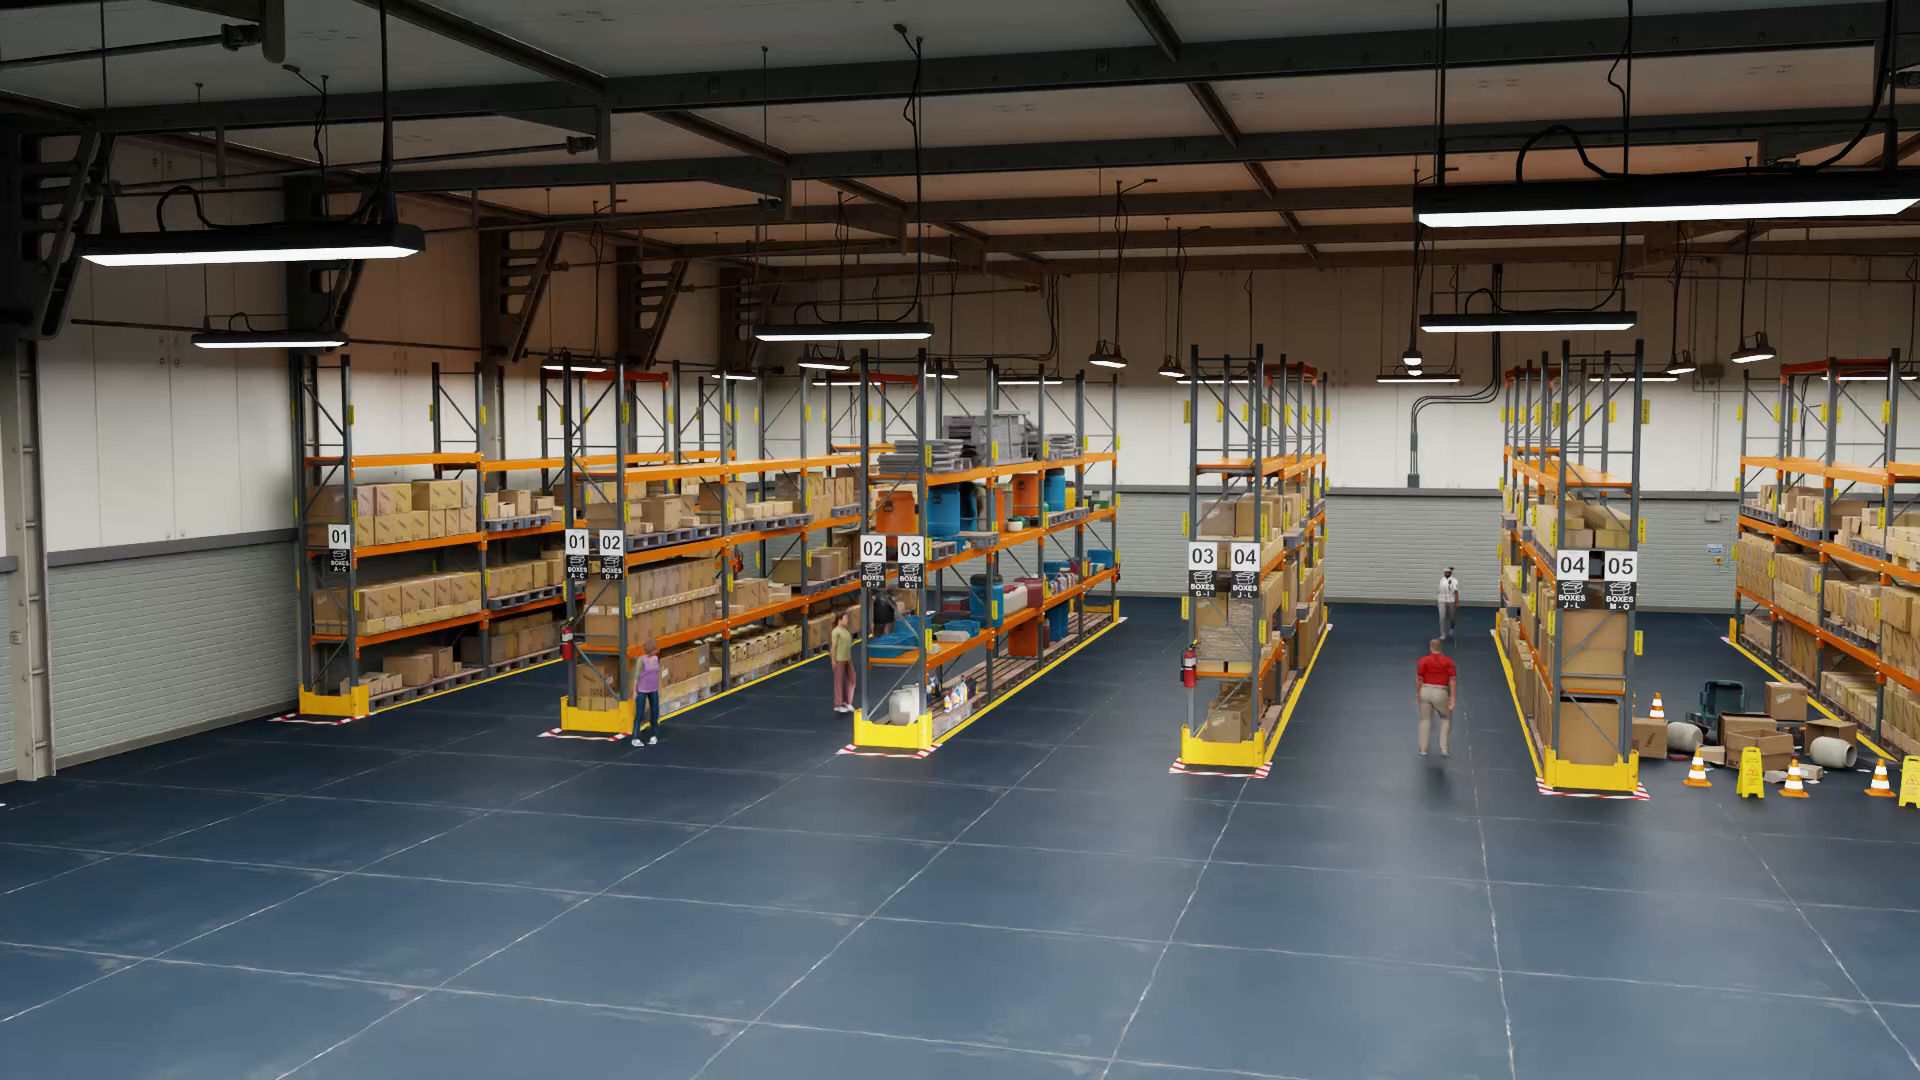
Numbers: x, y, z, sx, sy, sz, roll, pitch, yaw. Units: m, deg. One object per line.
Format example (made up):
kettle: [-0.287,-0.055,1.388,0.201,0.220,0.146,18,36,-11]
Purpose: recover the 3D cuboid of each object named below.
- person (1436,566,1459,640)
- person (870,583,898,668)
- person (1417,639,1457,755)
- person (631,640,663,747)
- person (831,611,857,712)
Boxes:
person: [10.890,1.381,37.149,0.482,1.648,0.766,1,4,17]
person: [-1.501,1.652,32.822,0.521,1.670,0.841,1,4,13]
person: [6.994,2.346,24.444,0.596,1.812,0.580,4,6,40]
person: [-4.755,2.316,25.263,0.477,1.602,0.349,-4,6,-45]
person: [-1.975,2.049,27.912,0.368,1.710,0.516,2,5,27]
